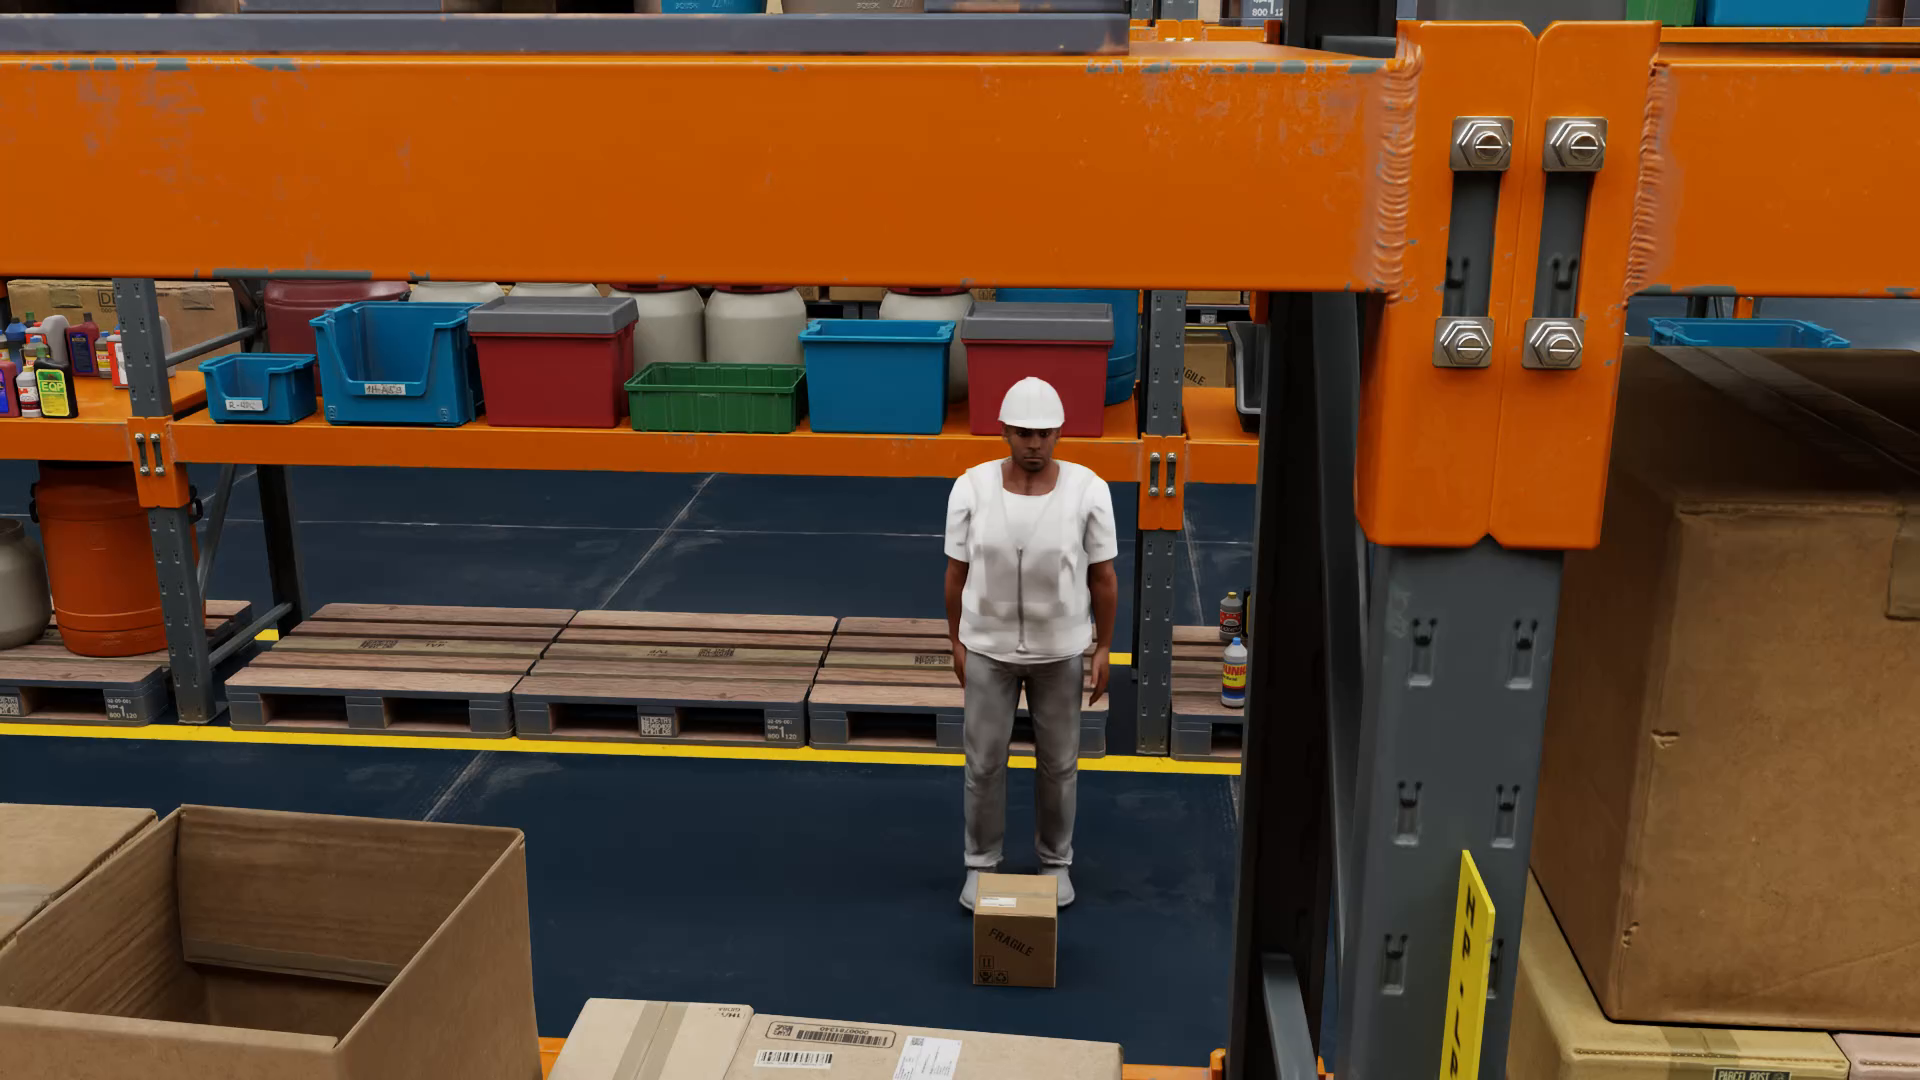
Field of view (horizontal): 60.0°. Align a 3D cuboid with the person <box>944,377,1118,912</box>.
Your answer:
[{"bbox_3d":[0.221,0.353,5.389,0.560,1.762,0.392,2,17,5],"label":"person"}]
